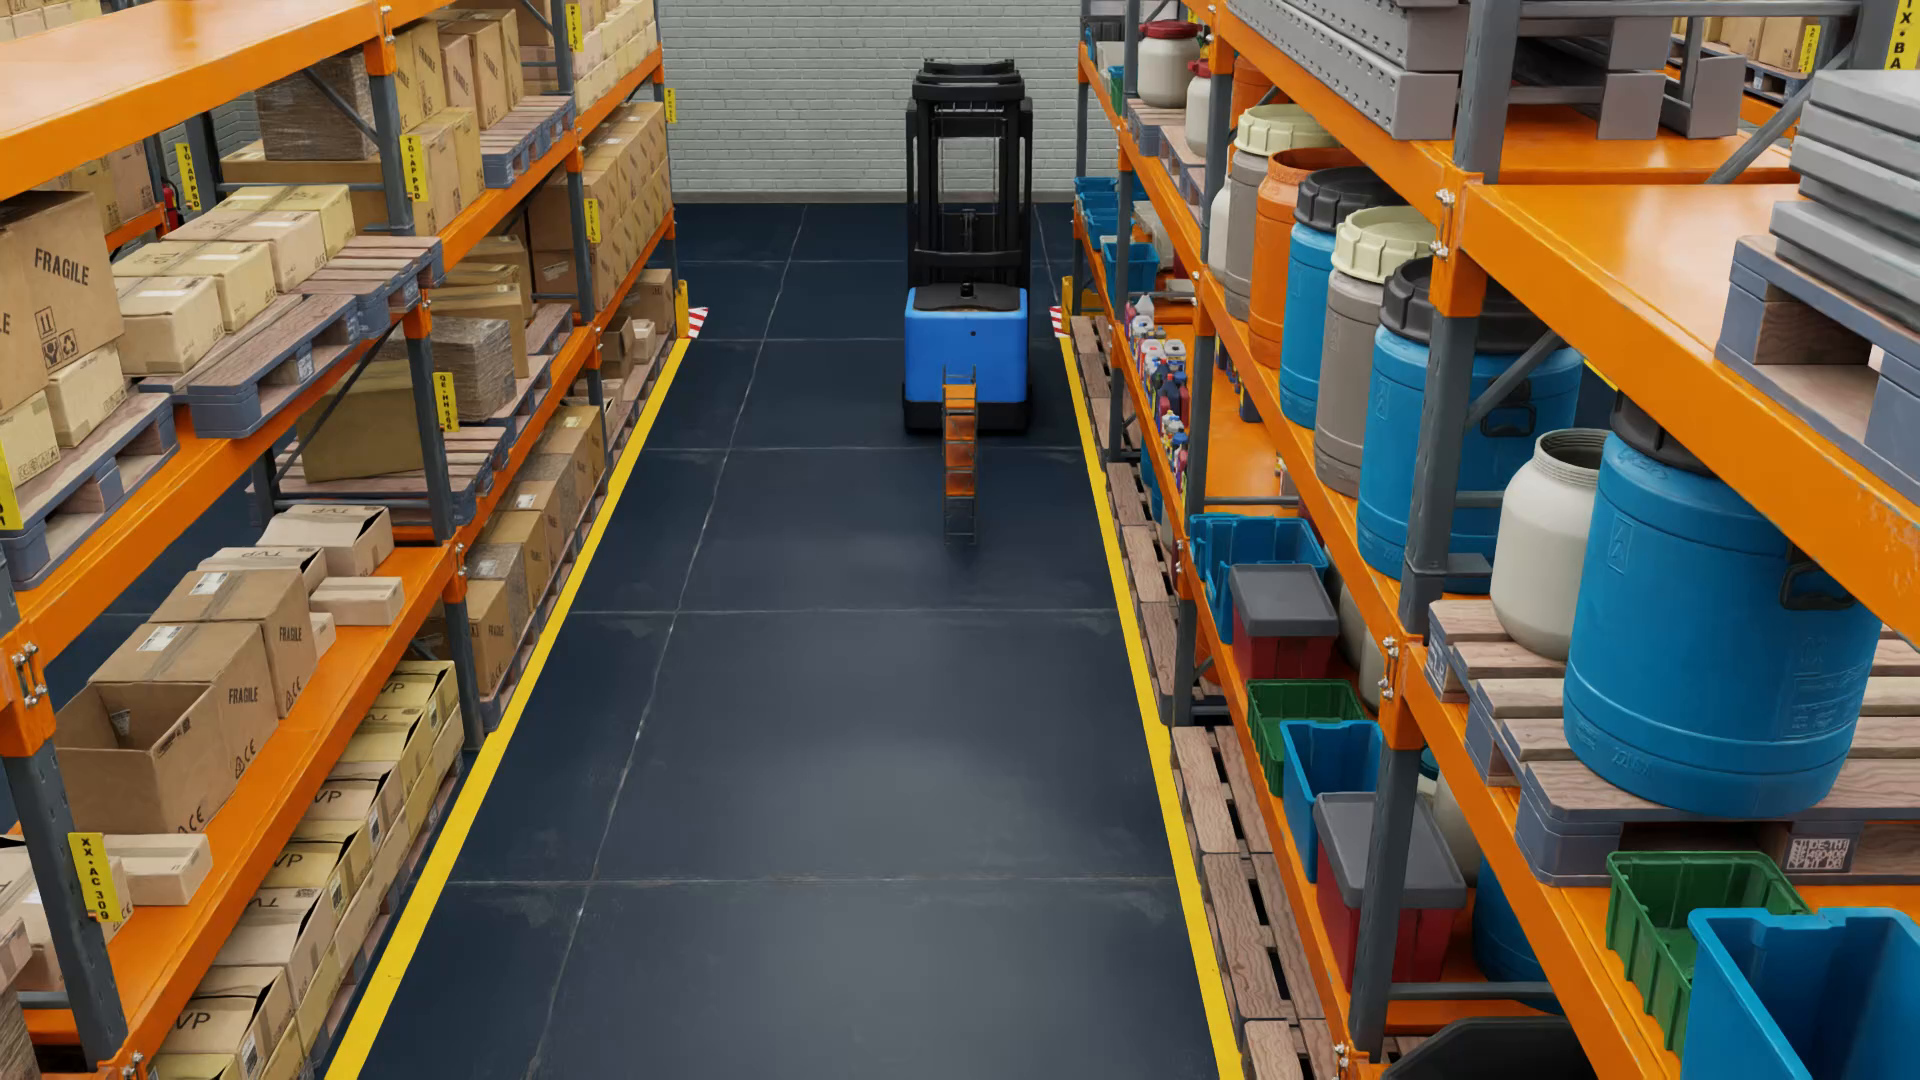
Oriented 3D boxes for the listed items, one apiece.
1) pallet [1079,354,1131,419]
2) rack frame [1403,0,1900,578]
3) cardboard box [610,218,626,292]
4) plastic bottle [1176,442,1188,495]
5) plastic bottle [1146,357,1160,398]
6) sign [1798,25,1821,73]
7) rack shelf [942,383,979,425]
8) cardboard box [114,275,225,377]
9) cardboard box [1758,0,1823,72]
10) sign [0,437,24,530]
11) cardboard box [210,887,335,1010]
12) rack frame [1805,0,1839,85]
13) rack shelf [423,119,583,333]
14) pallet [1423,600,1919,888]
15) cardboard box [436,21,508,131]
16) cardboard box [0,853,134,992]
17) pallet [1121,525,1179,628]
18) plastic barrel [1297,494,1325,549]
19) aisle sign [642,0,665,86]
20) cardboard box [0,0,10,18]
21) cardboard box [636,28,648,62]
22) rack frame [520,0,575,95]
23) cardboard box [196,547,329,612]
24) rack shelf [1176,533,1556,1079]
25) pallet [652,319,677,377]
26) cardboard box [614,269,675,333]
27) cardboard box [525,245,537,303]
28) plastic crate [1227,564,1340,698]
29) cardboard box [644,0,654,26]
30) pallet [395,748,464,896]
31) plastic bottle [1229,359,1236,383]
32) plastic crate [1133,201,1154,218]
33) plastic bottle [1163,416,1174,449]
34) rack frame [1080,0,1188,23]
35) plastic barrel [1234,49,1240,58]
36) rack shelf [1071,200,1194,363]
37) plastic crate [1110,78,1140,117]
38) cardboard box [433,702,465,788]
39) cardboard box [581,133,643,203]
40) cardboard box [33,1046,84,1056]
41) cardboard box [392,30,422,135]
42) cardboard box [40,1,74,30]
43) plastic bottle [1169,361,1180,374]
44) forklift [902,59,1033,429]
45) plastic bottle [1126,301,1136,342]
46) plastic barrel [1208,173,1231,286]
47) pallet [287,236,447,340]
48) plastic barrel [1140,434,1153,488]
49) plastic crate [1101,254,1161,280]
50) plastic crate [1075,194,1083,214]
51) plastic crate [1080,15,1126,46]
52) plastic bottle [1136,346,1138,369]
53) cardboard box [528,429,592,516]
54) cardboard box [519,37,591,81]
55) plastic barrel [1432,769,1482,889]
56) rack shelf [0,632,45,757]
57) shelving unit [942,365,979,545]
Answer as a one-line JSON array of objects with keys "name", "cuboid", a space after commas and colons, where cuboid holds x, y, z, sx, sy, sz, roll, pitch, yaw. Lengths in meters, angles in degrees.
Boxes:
[{"name": "pallet", "cuboid": [1.613, -1.390, 14.950, 1.003, 0.211, 1.213, 0, 24, -1]}, {"name": "rack frame", "cuboid": [1.763, -1.290, 4.066, 1.000, 3.000, 0.127, 0, 24, -1]}, {"name": "cardboard box", "cuboid": [-3.019, -2.300, 13.458, 0.500, 0.500, 0.500, 0, 24, 0]}, {"name": "plastic bottle", "cuboid": [1.286, -0.412, 9.546, 0.061, 0.283, 0.133, 0, 24, -1]}, {"name": "plastic bottle", "cuboid": [1.286, -1.077, 11.031, 0.097, 0.271, 0.097, 0, 24, 0]}, {"name": "sign", "cuboid": [6.073, -3.511, 11.893, 0.100, 0.325, 0.005, 0, 24, -1]}, {"name": "rack shelf", "cuboid": [-0.002, -0.973, 11.875, 0.258, 0.148, 0.480, 0, 24, -1]}, {"name": "cardboard box", "cuboid": [-3.150, -0.814, 6.326, 0.500, 0.250, 0.500, -2, 24, -5]}, {"name": "cardboard box", "cuboid": [6.560, -3.847, 12.607, 0.700, 0.500, 0.500, -2, 24, -4]}, {"name": "sign", "cuboid": [-2.635, -0.178, 4.523, 0.100, 0.325, 0.005, 0, 24, -1]}, {"name": "cardboard box", "cuboid": [-2.953, 1.679, 6.928, 0.500, 0.311, 0.500, -1, 24, -2]}, {"name": "rack frame", "cuboid": [6.628, -4.609, 11.404, 1.000, 3.000, 0.127, 0, 24, -1]}, {"name": "rack shelf", "cuboid": [-3.256, -2.047, 10.253, 1.077, 0.370, 4.000, 0, 24, -1]}, {"name": "pallet", "cuboid": [1.868, 0.459, 4.067, 1.213, 0.211, 1.003, 0, 24, -1]}, {"name": "cardboard box", "cuboid": [-3.316, -2.999, 10.731, 0.600, 0.600, 0.600, -1, 24, -1]}, {"name": "cardboard box", "cuboid": [-3.239, 1.329, 5.736, 0.500, 0.250, 0.500, 1, 24, 3]}, {"name": "pallet", "cuboid": [1.659, 0.239, 11.348, 1.003, 0.211, 1.213, 0, 24, -1]}, {"name": "plastic barrel", "cuboid": [2.027, -0.077, 8.499, 0.600, 0.536, 0.708, 0, 24, -1]}, {"name": "aisle sign", "cuboid": [-3.016, -4.695, 15.719, 0.394, 0.787, 0.004, 0, 24, -1]}, {"name": "cardboard box", "cuboid": [-7.981, -4.396, 13.214, 0.500, 0.500, 0.500, 0, 24, 0]}, {"name": "cardboard box", "cuboid": [-3.057, -4.363, 14.681, 0.500, 0.250, 0.500, 0, 24, -1]}, {"name": "rack frame", "cuboid": [-3.277, -4.566, 11.309, 1.000, 3.000, 0.127, 0, 24, -1]}, {"name": "cardboard box", "cuboid": [-3.418, 0.226, 8.103, 0.500, 0.311, 0.500, -1, 24, -1]}, {"name": "rack shelf", "cuboid": [1.741, 0.947, 7.273, 1.077, 0.370, 4.000, 0, 24, -1]}, {"name": "pallet", "cuboid": [-3.311, -1.850, 15.969, 1.003, 0.211, 1.213, 0, 24, -1]}, {"name": "cardboard box", "cuboid": [-3.069, -2.319, 16.121, 0.500, 0.500, 0.500, 0, 24, -1]}, {"name": "cardboard box", "cuboid": [-3.540, -2.083, 12.978, 0.500, 0.500, 0.500, 0, 24, 0]}, {"name": "plastic crate", "cuboid": [1.431, 0.433, 7.458, 0.402, 0.464, 0.583, 0, 24, -1]}, {"name": "cardboard box", "cuboid": [-3.061, -4.797, 15.034, 0.500, 0.250, 0.500, 0, 24, -1]}, {"name": "pallet", "cuboid": [-3.264, 1.426, 8.725, 1.003, 0.211, 1.213, 0, 24, -1]}, {"name": "plastic bottle", "cuboid": [1.890, -1.212, 11.329, 0.097, 0.271, 0.097, 0, 24, 0]}, {"name": "plastic crate", "cuboid": [1.822, -3.074, 15.536, 0.396, 0.136, 0.243, 0, 24, -1]}, {"name": "plastic bottle", "cuboid": [1.296, -0.663, 10.200, 0.097, 0.201, 0.097, 0, 24, 0]}, {"name": "rack frame", "cuboid": [1.632, -6.235, 14.999, 1.000, 3.000, 0.127, 0, 24, -1]}, {"name": "plastic barrel", "cuboid": [1.847, -2.937, 10.230, 0.600, 0.901, 0.708, 0, 24, -1]}, {"name": "rack shelf", "cuboid": [1.654, -2.350, 14.562, 1.077, 0.370, 4.000, 0, 24, -1]}, {"name": "plastic crate", "cuboid": [1.369, -3.297, 12.400, 0.450, 0.188, 0.662, 0, 24, -1]}, {"name": "cardboard box", "cuboid": [-2.984, 1.093, 8.904, 0.500, 0.250, 0.500, 0, 24, 1]}, {"name": "cardboard box", "cuboid": [-3.019, -3.166, 14.160, 0.500, 0.500, 0.500, 0, 24, 1]}, {"name": "cardboard box", "cuboid": [-3.493, 1.890, 6.461, 0.500, 0.311, 0.500, 0, 24, 1]}, {"name": "cardboard box", "cuboid": [-3.238, -2.442, 8.919, 0.500, 0.500, 0.500, 0, 24, -1]}, {"name": "cardboard box", "cuboid": [-7.994, -4.477, 14.304, 0.500, 0.250, 0.500, -1, 24, -3]}, {"name": "plastic bottle", "cuboid": [1.437, -1.102, 11.170, 0.097, 0.201, 0.097, 0, 24, 0]}, {"name": "forklift", "cuboid": [0.085, -2.831, 14.836, 1.130, 2.935, 3.031, 1, 24, 1]}, {"name": "plastic bottle", "cuboid": [1.255, -1.592, 12.155, 0.061, 0.283, 0.133, 0, 24, -1]}, {"name": "plastic barrel", "cuboid": [1.416, -1.493, 8.020, 0.421, 0.512, 0.421, 0, 24, 0]}, {"name": "pallet", "cuboid": [-3.137, -1.186, 7.704, 1.213, 0.211, 1.003, 1, 24, 2]}, {"name": "plastic barrel", "cuboid": [1.665, -0.864, 12.441, 0.600, 0.901, 0.708, 0, 24, -1]}, {"name": "plastic crate", "cuboid": [1.395, -2.215, 13.653, 0.437, 0.125, 0.590, 0, 24, -1]}, {"name": "plastic crate", "cuboid": [1.226, -3.173, 15.756, 0.250, 0.136, 0.298, 0, 24, -1]}, {"name": "plastic crate", "cuboid": [1.358, -4.649, 15.291, 0.497, 0.269, 0.590, 0, 24, -1]}, {"name": "plastic bottle", "cuboid": [1.280, -1.292, 11.590, 0.097, 0.201, 0.097, 0, 24, 0]}, {"name": "cardboard box", "cuboid": [-2.988, -0.488, 12.073, 0.500, 0.500, 0.500, 0, 24, 0]}, {"name": "cardboard box", "cuboid": [-3.034, -3.560, 12.301, 0.500, 0.250, 0.500, 0, 24, -1]}, {"name": "plastic barrel", "cuboid": [1.972, 0.986, 6.148, 0.433, 0.535, 0.433, 0, 24, 0]}, {"name": "rack shelf", "cuboid": [-3.168, 1.249, 2.965, 1.077, 0.370, 4.000, 0, 24, -1]}, {"name": "shelving unit", "cuboid": [-0.002, -0.615, 12.037, 0.258, 1.200, 0.503, 0, 24, -1]}]
